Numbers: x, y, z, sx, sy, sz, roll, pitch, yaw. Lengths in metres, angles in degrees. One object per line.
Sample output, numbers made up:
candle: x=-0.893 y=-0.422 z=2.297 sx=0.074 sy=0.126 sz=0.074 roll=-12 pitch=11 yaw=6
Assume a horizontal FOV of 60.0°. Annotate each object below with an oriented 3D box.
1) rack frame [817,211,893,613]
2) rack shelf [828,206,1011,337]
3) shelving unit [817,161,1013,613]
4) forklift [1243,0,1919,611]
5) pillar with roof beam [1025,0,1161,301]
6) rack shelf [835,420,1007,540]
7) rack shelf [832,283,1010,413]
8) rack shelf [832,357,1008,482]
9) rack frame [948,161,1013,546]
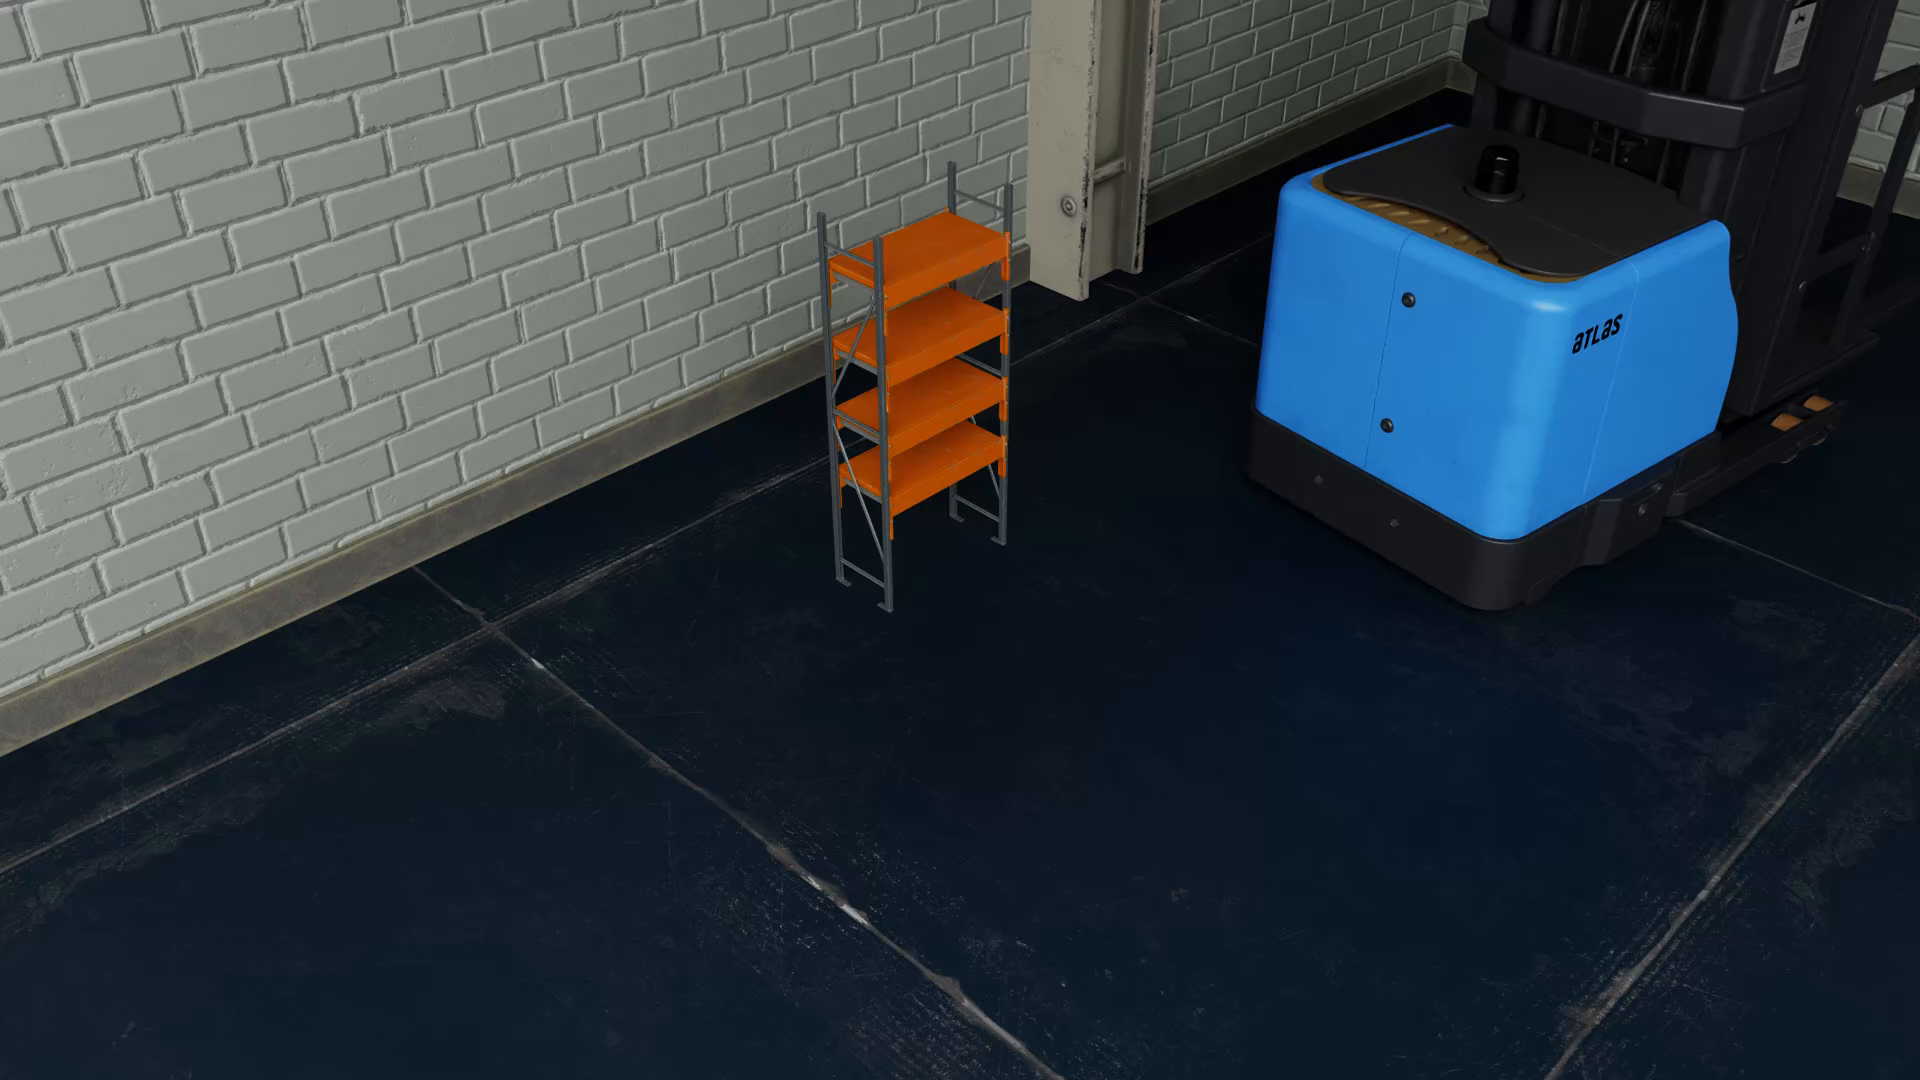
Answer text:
rack frame: x=-0.289 y=-0.326 z=4.668 sx=0.240 sy=1.200 sz=0.015 roll=30 pitch=45 yaw=35
rack shelf: x=-0.117 y=-0.747 z=4.586 sx=0.258 sy=0.148 sz=0.480 roll=30 pitch=45 yaw=35
shelving unit: x=-0.117 y=-0.425 z=4.810 sx=0.258 sy=1.200 sz=0.503 roll=30 pitch=45 yaw=35
forklift: x=2.406 y=-1.678 z=5.094 sx=3.031 sy=2.935 sz=1.130 roll=-24 pitch=41 yaw=-30
pillar with roof beam: x=3.562 y=-3.047 z=1.752 sx=9.100 sy=9.000 sz=0.400 roll=30 pitch=45 yaw=35
rack shelf: x=-0.117 y=-0.207 z=4.962 sx=0.258 sy=0.148 sz=0.480 roll=30 pitch=45 yaw=35
rack shelf: x=-0.117 y=-0.553 z=4.721 sx=0.258 sy=0.148 sz=0.480 roll=30 pitch=45 yaw=35
rack shelf: x=-0.117 y=-0.370 z=4.849 sx=0.258 sy=0.148 sz=0.480 roll=30 pitch=45 yaw=35
rack frame: x=0.055 y=-0.524 z=4.952 sx=0.240 sy=1.200 sz=0.015 roll=30 pitch=45 yaw=35
